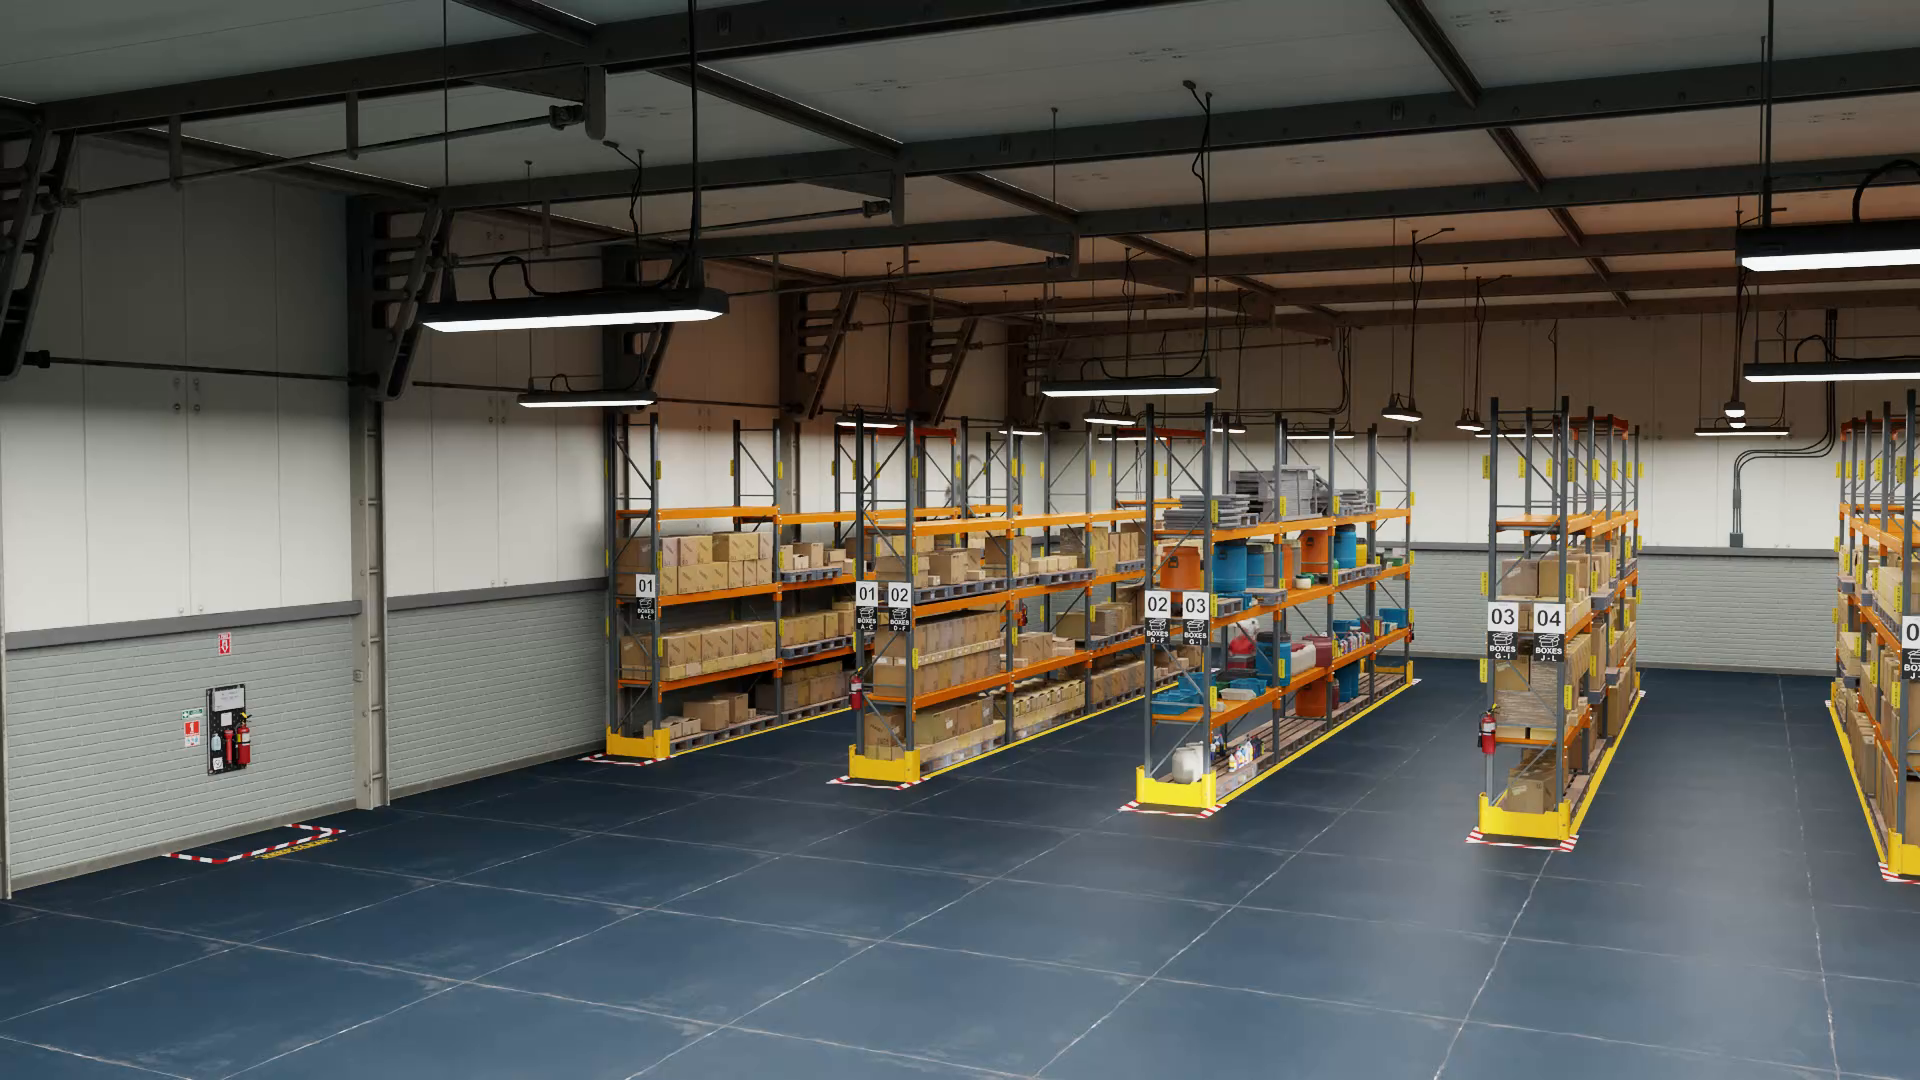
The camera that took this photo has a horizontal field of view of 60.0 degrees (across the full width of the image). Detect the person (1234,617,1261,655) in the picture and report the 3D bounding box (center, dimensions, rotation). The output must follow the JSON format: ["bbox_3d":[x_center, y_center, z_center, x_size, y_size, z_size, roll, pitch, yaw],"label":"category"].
[{"bbox_3d":[6.987,2.463,40.309,0.608,1.702,0.897,0,2,-6],"label":"person"}]

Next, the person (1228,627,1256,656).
[{"bbox_3d":[5.970,2.688,35.288,0.665,1.688,0.577,1,3,28],"label":"person"}]
